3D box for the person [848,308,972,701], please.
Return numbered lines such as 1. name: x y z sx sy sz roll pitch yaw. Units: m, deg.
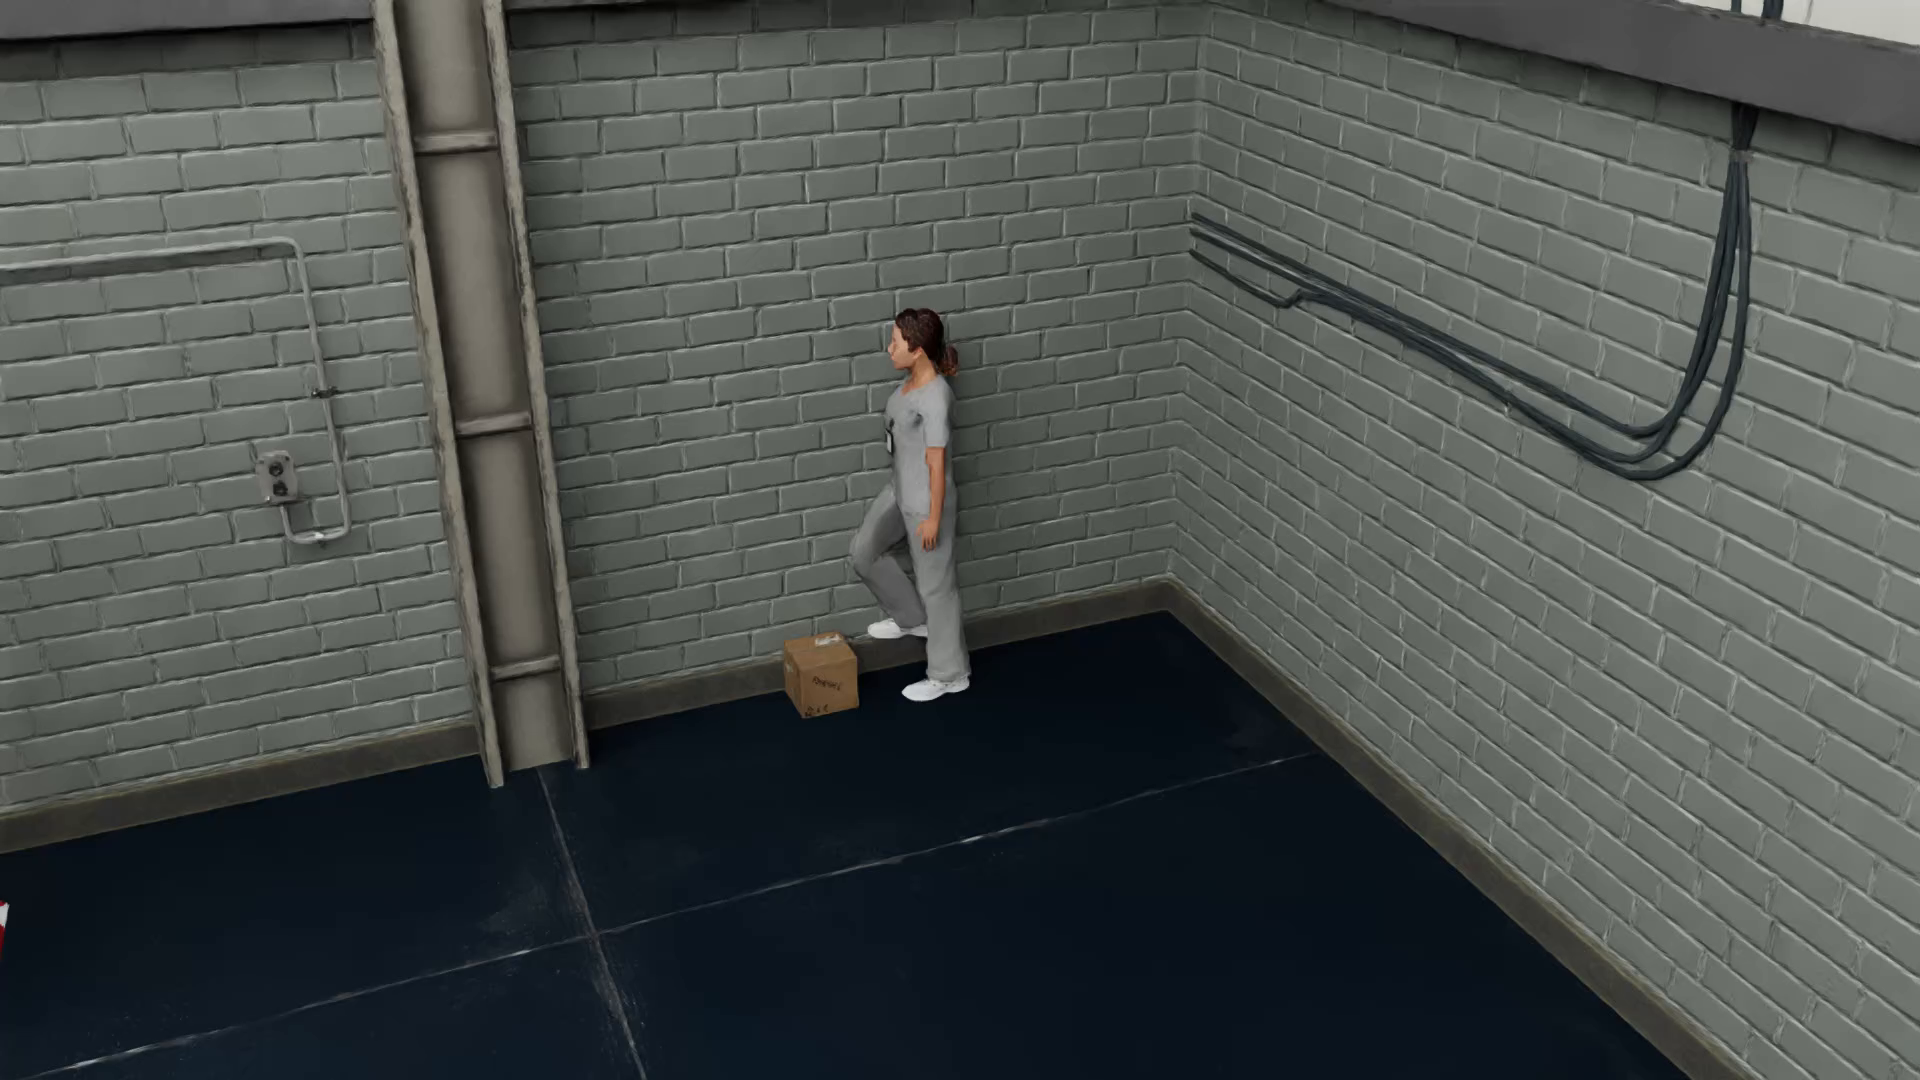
1. person: -0.217 -0.153 6.907 0.480 1.679 0.462 -6 27 -11
